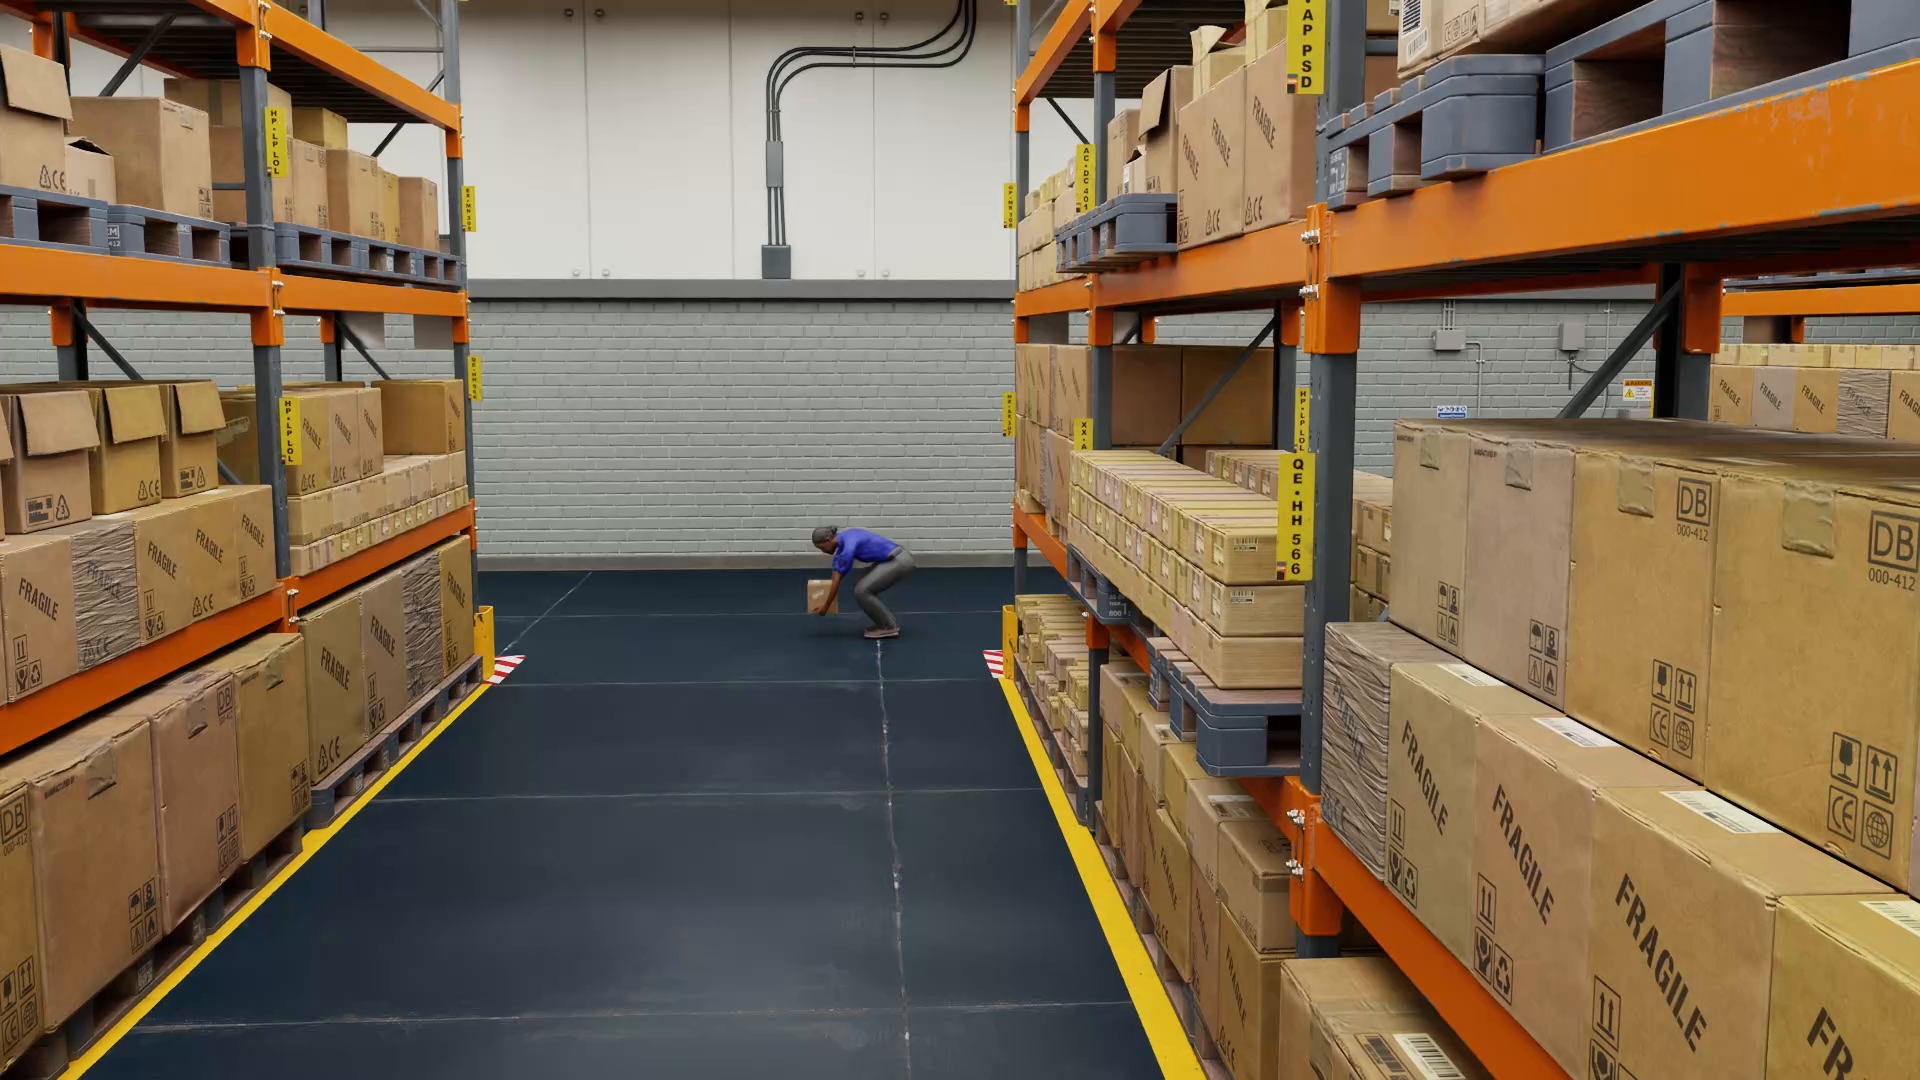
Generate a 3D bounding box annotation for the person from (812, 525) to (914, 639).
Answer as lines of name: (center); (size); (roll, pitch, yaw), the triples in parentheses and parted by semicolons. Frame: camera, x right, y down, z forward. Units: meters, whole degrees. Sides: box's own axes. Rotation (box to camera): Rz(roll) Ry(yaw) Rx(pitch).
person: (-0.814, 0.341, 13.943); (0.857, 0.946, 0.472); (-1, 7, -6)
